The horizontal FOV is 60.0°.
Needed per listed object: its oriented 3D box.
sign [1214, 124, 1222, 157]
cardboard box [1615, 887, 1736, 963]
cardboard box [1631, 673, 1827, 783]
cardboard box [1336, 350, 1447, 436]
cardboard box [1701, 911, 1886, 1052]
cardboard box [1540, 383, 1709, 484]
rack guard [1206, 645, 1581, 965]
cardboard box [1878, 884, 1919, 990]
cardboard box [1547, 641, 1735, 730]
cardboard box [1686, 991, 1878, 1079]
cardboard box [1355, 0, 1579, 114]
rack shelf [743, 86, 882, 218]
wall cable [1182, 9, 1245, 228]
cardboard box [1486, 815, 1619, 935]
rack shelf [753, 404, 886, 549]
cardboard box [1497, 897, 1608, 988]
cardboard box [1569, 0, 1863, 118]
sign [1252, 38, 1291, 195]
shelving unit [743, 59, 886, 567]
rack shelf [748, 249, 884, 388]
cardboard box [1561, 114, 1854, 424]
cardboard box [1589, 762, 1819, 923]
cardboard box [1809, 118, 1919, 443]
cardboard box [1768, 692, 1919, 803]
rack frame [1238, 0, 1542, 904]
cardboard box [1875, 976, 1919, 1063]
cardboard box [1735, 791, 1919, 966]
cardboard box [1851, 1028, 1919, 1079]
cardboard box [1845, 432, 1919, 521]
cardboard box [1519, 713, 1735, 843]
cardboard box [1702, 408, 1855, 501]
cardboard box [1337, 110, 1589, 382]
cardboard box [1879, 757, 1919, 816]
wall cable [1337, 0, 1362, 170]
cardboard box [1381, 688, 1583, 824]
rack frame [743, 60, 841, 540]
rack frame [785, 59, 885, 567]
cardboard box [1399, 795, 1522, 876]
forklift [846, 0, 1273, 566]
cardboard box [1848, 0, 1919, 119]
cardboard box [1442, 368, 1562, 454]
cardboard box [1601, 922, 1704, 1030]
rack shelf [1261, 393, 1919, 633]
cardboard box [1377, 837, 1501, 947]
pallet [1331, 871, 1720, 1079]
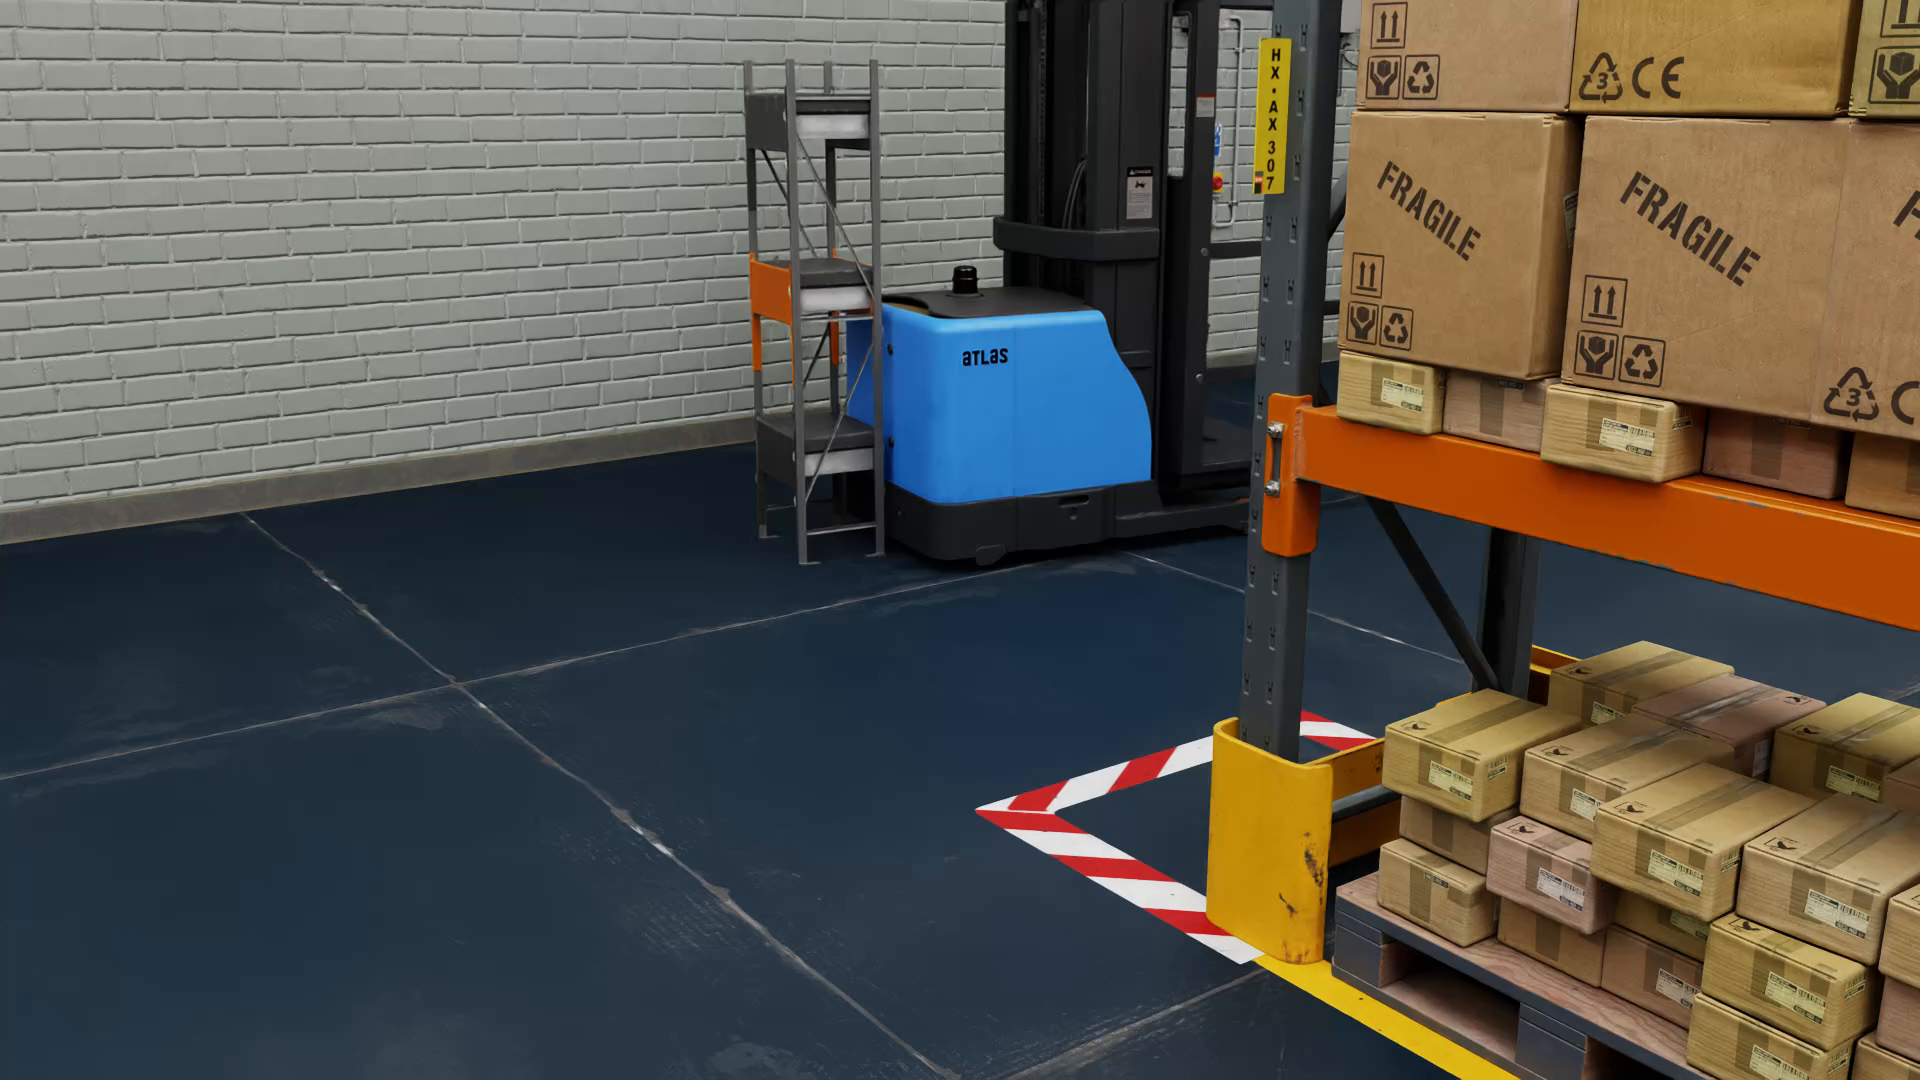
[{"bbox_3d":[1.652,-2.708,11.278,0.327,0.218,0.001,-11,19,-35],"label":"sign"},{"bbox_3d":[1.548,0.704,3.362,0.380,0.149,0.250,-11,19,-34],"label":"cardboard box"},{"bbox_3d":[1.734,0.440,3.766,0.380,0.149,0.250,-10,18,-33],"label":"cardboard box"},{"bbox_3d":[1.042,-0.341,3.616,0.380,0.149,0.250,-11,19,-35],"label":"cardboard box"},{"bbox_3d":[1.611,0.776,3.100,0.380,0.149,0.250,-10,18,-33],"label":"cardboard box"},{"bbox_3d":[1.340,-0.227,3.200,0.380,0.149,0.250,-12,19,-36],"label":"cardboard box"},{"bbox_3d":[1.161,0.640,4.292,1.175,0.500,0.348,-11,19,-35],"label":"rack guard"},{"bbox_3d":[1.822,0.683,2.878,0.380,0.149,0.250,-10,18,-32],"label":"cardboard box"},{"bbox_3d":[1.633,0.377,3.994,0.380,0.149,0.250,-11,19,-34],"label":"cardboard box"},{"bbox_3d":[1.599,0.919,3.142,0.380,0.149,0.250,-11,19,-34],"label":"cardboard box"},{"bbox_3d":[1.166,-1.119,3.336,0.500,0.500,0.500,-11,19,-35],"label":"cardboard box"},{"bbox_3d":[-0.624,-1.641,6.995,0.431,0.518,0.480,-8,17,-26],"label":"rack shelf"},{"bbox_3d":[1.727,-3.078,11.155,0.585,1.953,0.123,-11,19,-35],"label":"wall cable"},{"bbox_3d":[1.332,0.666,3.503,0.380,0.149,0.250,-11,19,-35],"label":"cardboard box"},{"bbox_3d":[-0.624,-0.291,7.365,0.431,0.518,0.480,-8,17,-26],"label":"rack shelf"},{"bbox_3d":[1.386,0.795,3.594,0.380,0.149,0.250,-11,19,-35],"label":"cardboard box"},{"bbox_3d":[1.467,-1.012,2.946,0.500,0.500,0.500,-10,18,-33],"label":"cardboard box"},{"bbox_3d":[0.678,-0.915,3.599,0.100,0.325,0.005,-11,19,-35],"label":"sign"},{"bbox_3d":[-0.624,-0.979,7.176,0.431,2.100,0.503,-8,17,-26],"label":"shelving unit"},{"bbox_3d":[-0.624,-0.966,7.180,0.431,0.518,0.480,-8,17,-26],"label":"rack shelf"},{"bbox_3d":[1.492,-0.525,3.059,0.500,0.500,0.500,-11,19,-34],"label":"cardboard box"},{"bbox_3d":[1.454,0.582,3.246,0.380,0.149,0.250,-11,19,-35],"label":"cardboard box"},{"bbox_3d":[1.770,-0.418,2.669,0.500,0.500,0.500,-11,19,-34],"label":"cardboard box"},{"bbox_3d":[1.989,0.475,3.636,0.380,0.149,0.250,-11,19,-36],"label":"cardboard box"},{"bbox_3d":[1.116,-0.582,4.021,1.000,3.000,0.127,-11,19,-35],"label":"rack frame"},{"bbox_3d":[1.844,0.818,2.947,0.380,0.149,0.250,-12,19,-37],"label":"cardboard box"},{"bbox_3d":[1.666,0.622,3.099,0.380,0.149,0.250,-12,19,-37],"label":"cardboard box"},{"bbox_3d":[1.826,0.958,2.997,0.380,0.149,0.250,-11,19,-34],"label":"cardboard box"},{"bbox_3d":[1.743,-0.131,2.850,0.380,0.149,0.250,-11,19,-35],"label":"cardboard box"},{"bbox_3d":[1.409,0.508,3.515,0.380,0.149,0.250,-10,18,-34],"label":"cardboard box"},{"bbox_3d":[1.603,-0.193,3.076,0.380,0.149,0.250,-10,18,-32],"label":"cardboard box"},{"bbox_3d":[1.157,-0.635,3.462,0.500,0.500,0.500,-10,18,-32],"label":"cardboard box"},{"bbox_3d":[2.090,0.540,3.398,0.380,0.149,0.250,-12,19,-37],"label":"cardboard box"},{"bbox_3d":[2.867,-3.285,11.972,0.588,1.984,0.122,-11,19,-35],"label":"wall cable"},{"bbox_3d":[1.150,0.468,3.662,0.380,0.149,0.250,-12,19,-37],"label":"cardboard box"},{"bbox_3d":[-0.735,-1.037,7.386,0.400,2.100,0.015,-8,17,-26],"label":"rack frame"},{"bbox_3d":[-0.513,-0.922,6.967,0.400,2.100,0.015,-8,17,-26],"label":"rack frame"},{"bbox_3d":[1.217,0.599,3.748,0.380,0.149,0.250,-10,18,-32],"label":"cardboard box"},{"bbox_3d":[1.017,-1.554,7.701,3.031,2.935,1.130,-8,17,-26],"label":"forklift"},{"bbox_3d":[1.755,-0.898,2.527,0.500,0.500,0.500,-11,19,-36],"label":"cardboard box"},{"bbox_3d":[1.225,-0.293,3.440,0.380,0.149,0.250,-10,18,-33],"label":"cardboard box"},{"bbox_3d":[1.537,0.847,3.404,0.380,0.149,0.250,-11,19,-34],"label":"cardboard box"},{"bbox_3d":[2.292,0.192,2.556,1.077,0.370,4.000,-11,19,-35],"label":"rack shelf"},{"bbox_3d":[1.165,0.752,3.752,0.380,0.149,0.250,-10,18,-33],"label":"cardboard box"},{"bbox_3d":[1.610,0.958,3.676,1.003,0.211,1.213,-11,19,-35],"label":"pallet"}]
